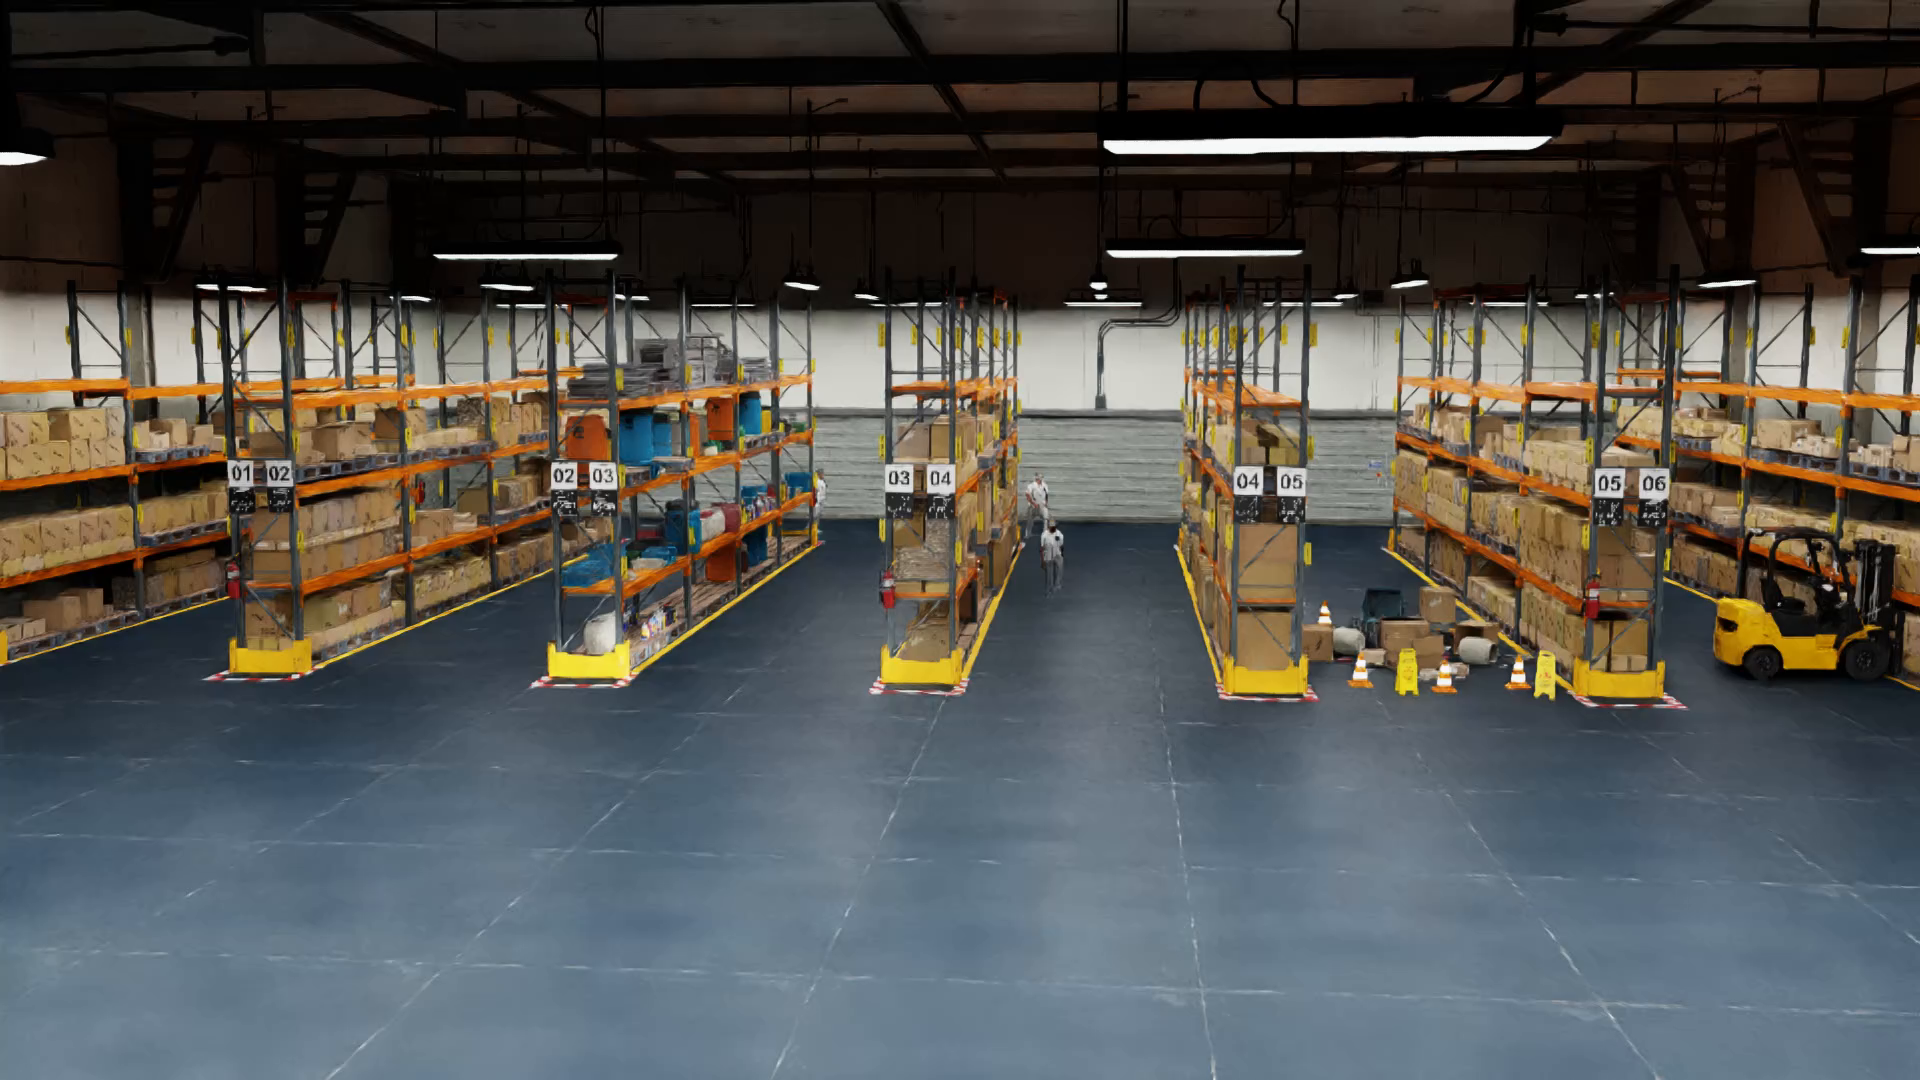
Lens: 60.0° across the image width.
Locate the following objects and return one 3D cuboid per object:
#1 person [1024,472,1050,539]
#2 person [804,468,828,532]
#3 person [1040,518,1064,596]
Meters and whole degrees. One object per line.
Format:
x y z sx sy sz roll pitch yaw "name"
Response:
1.934 -0.847 41.244 0.692 1.690 0.788 -2 7 -16 "person"
-3.704 -1.021 42.775 0.454 1.652 0.642 4 8 32 "person"
1.762 0.347 31.724 0.470 1.564 1.095 1 7 7 "person"
